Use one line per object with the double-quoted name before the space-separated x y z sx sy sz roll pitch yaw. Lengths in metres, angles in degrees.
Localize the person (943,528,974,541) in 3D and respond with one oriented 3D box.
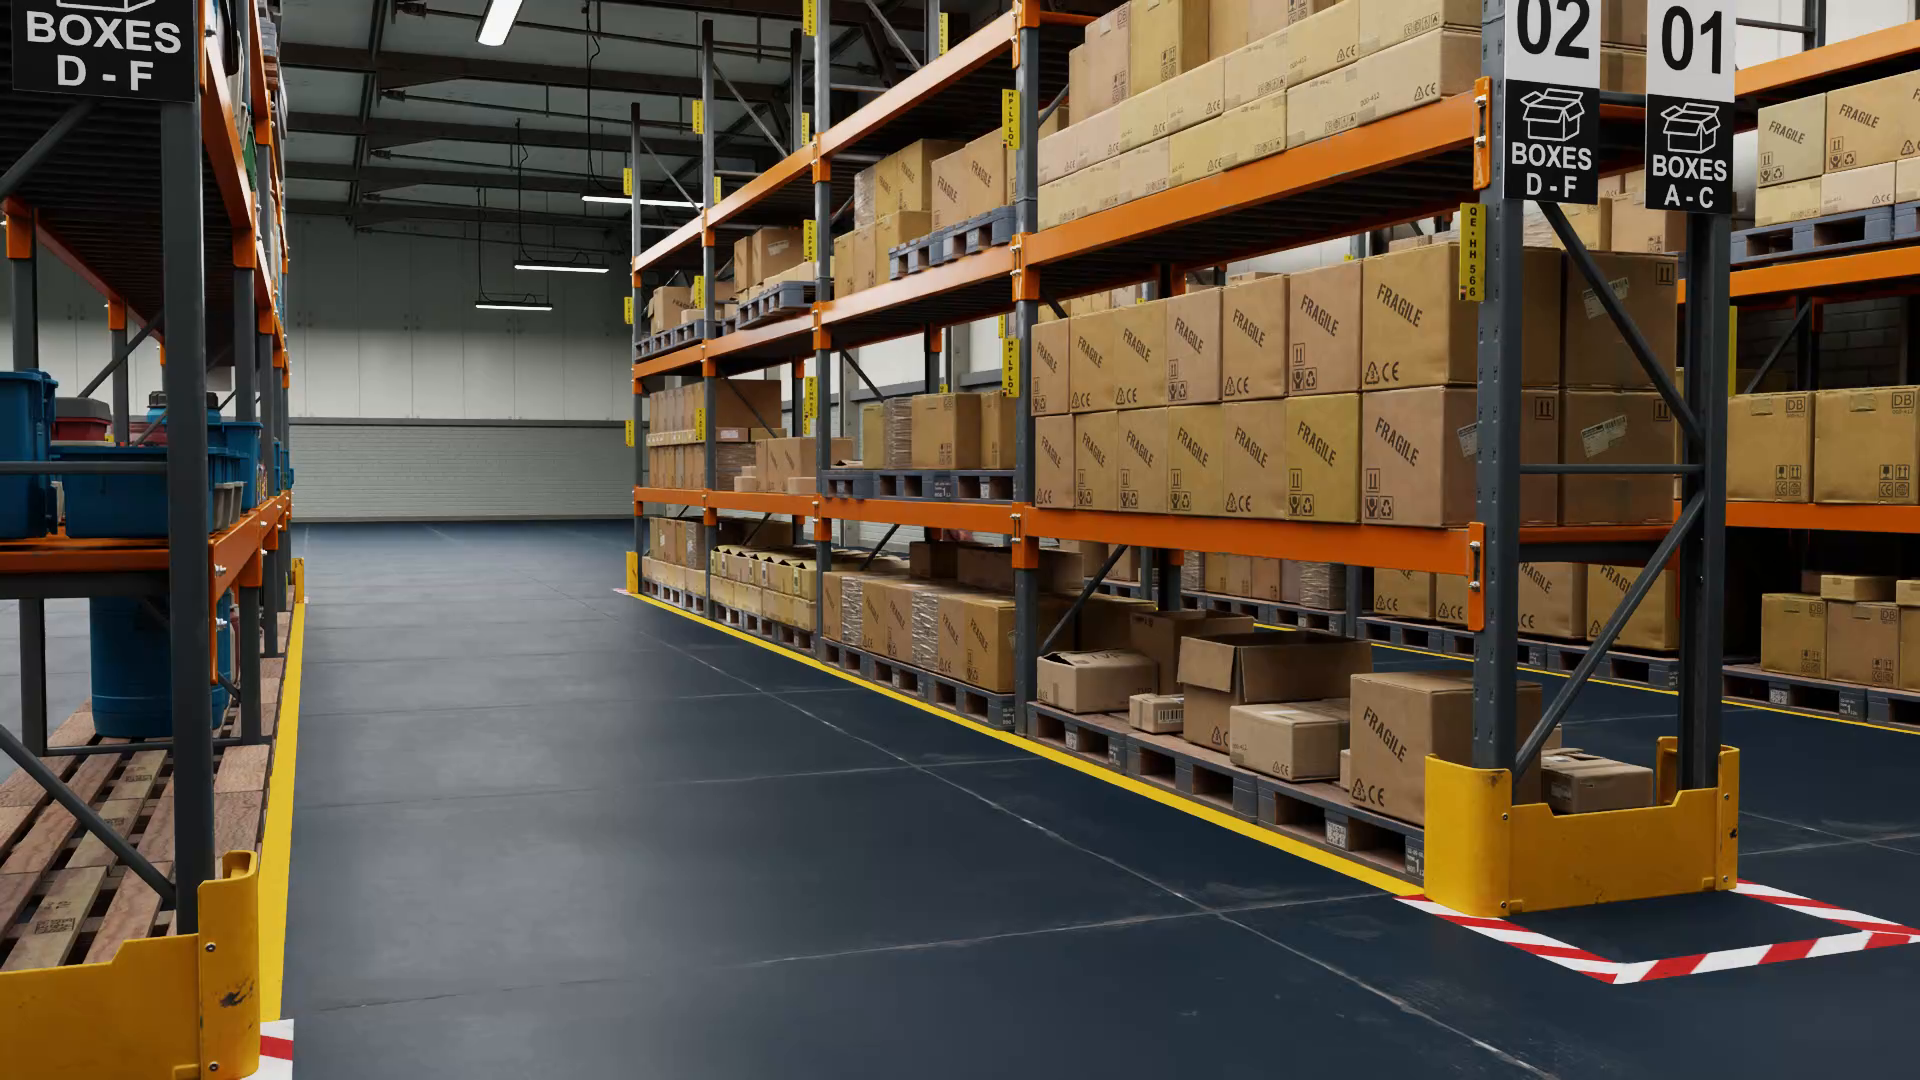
"person" 0.033 -0.098 18.305 0.668 1.664 0.451 -1 3 -29
